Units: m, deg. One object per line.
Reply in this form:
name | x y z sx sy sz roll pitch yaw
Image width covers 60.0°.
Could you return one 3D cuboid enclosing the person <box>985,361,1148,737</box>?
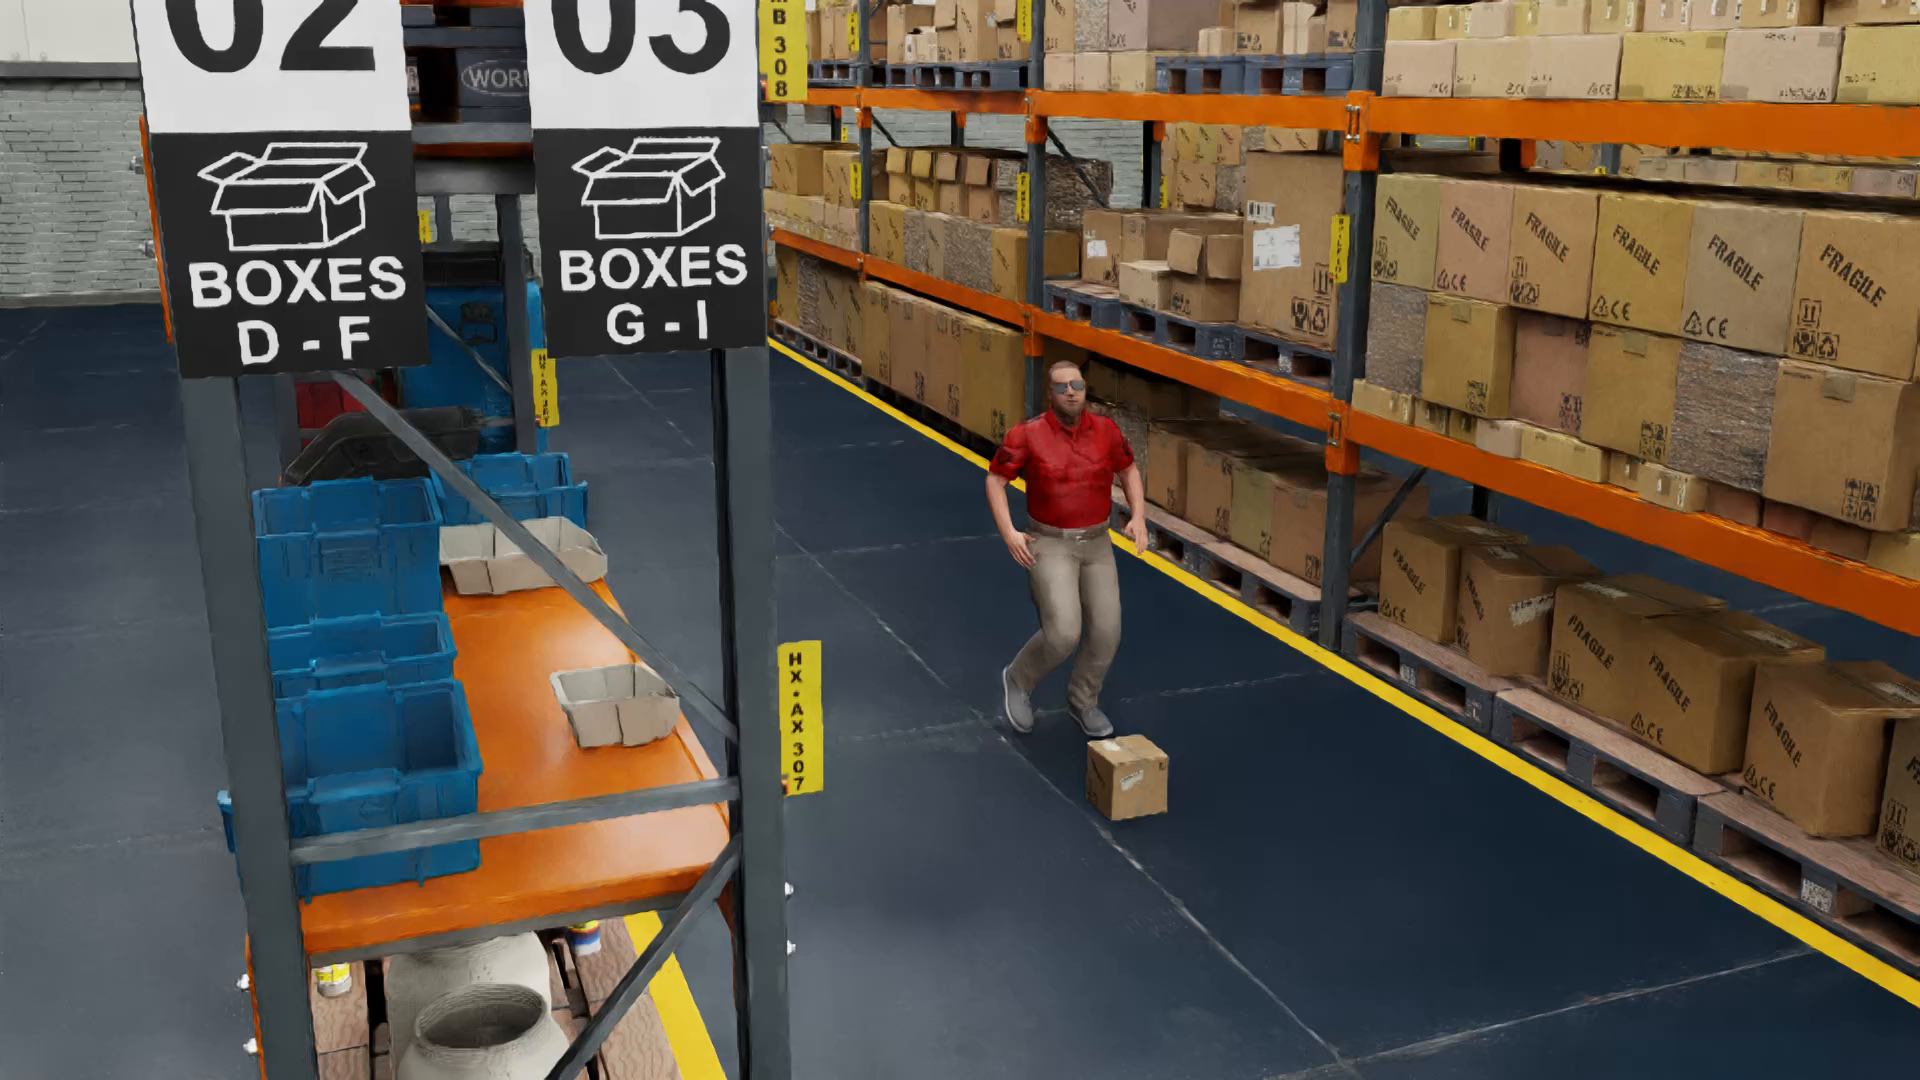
person | 0.501 0.056 7.425 0.685 1.702 0.512 -7 17 -25
